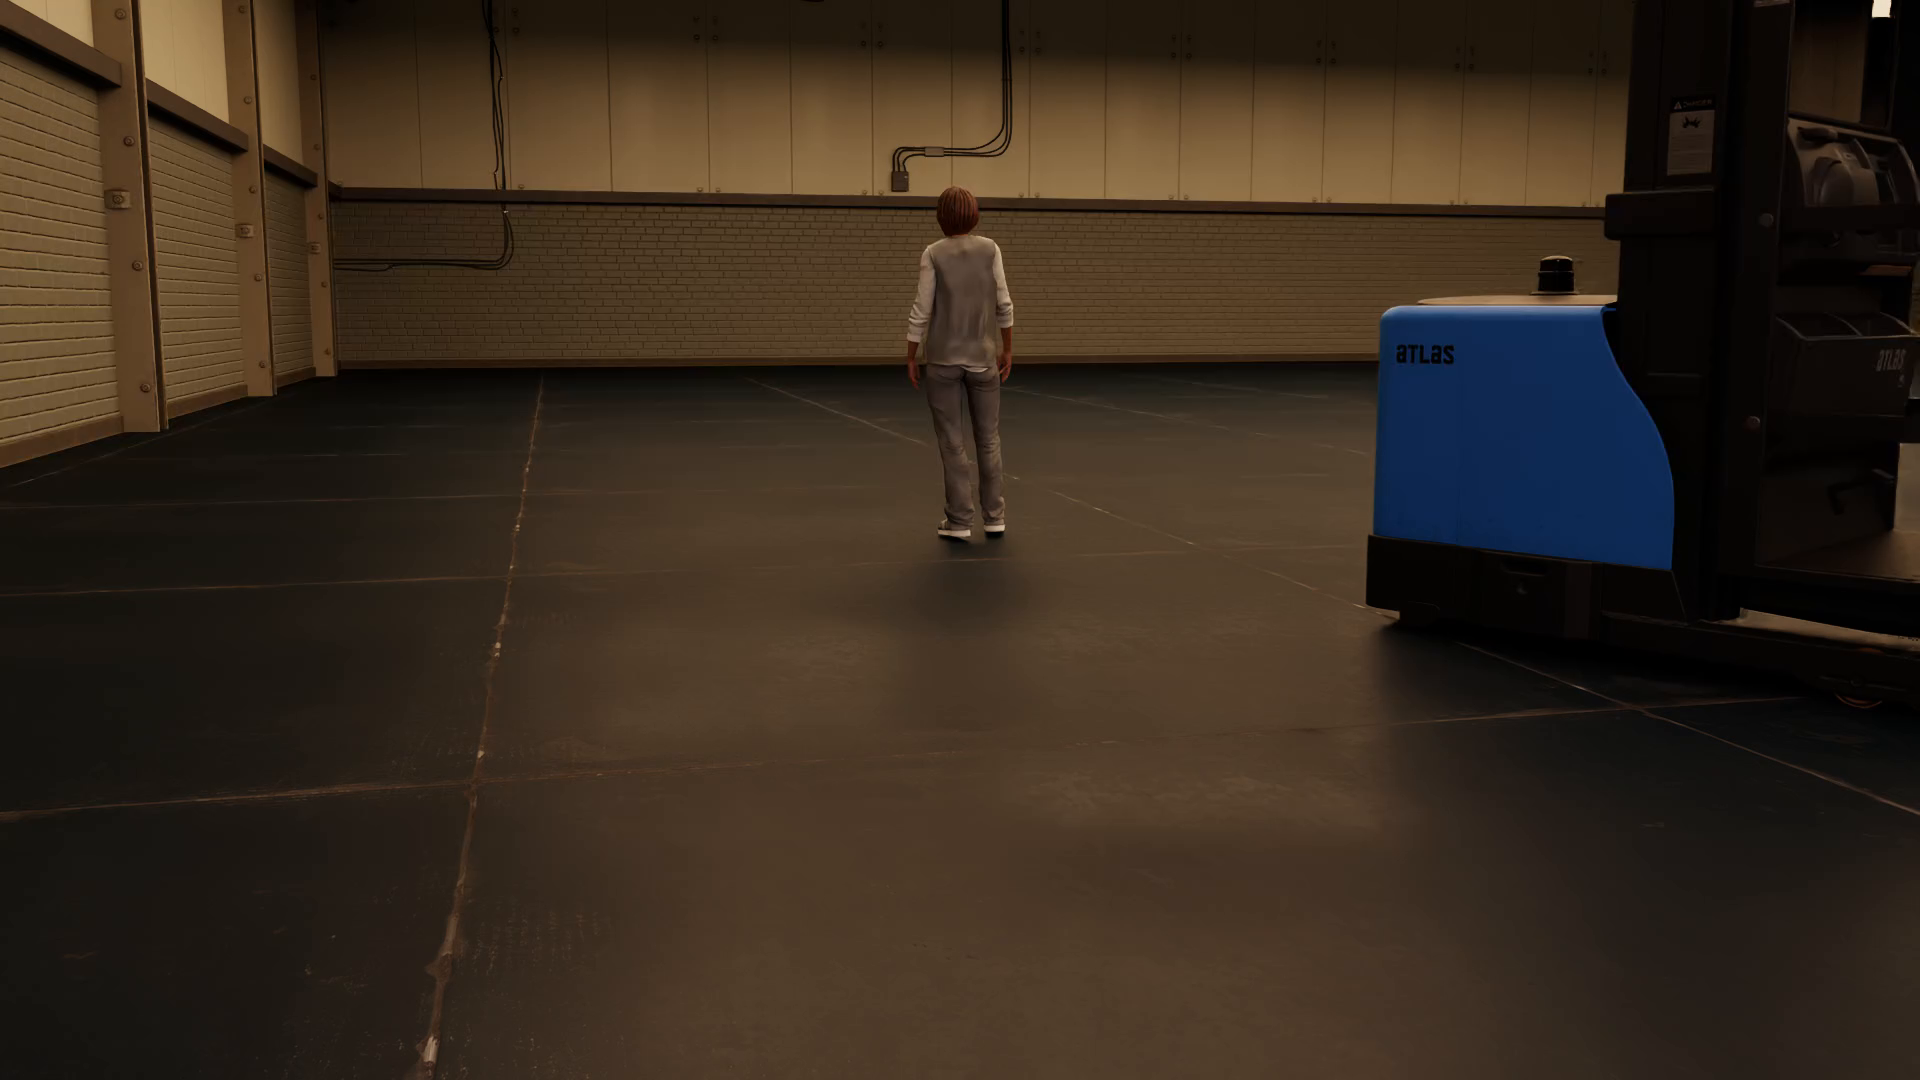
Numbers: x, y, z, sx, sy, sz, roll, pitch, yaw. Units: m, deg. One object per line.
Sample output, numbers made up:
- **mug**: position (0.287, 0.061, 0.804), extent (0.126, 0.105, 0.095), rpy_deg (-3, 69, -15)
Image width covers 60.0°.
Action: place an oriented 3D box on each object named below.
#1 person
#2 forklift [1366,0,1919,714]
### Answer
- **person**: position (-0.004, -0.809, 7.671), extent (0.520, 1.599, 0.473), rpy_deg (-2, 8, -13)
- **forklift**: position (2.746, -1.057, 4.690), extent (1.130, 2.935, 3.031), rpy_deg (-7, 11, -42)
